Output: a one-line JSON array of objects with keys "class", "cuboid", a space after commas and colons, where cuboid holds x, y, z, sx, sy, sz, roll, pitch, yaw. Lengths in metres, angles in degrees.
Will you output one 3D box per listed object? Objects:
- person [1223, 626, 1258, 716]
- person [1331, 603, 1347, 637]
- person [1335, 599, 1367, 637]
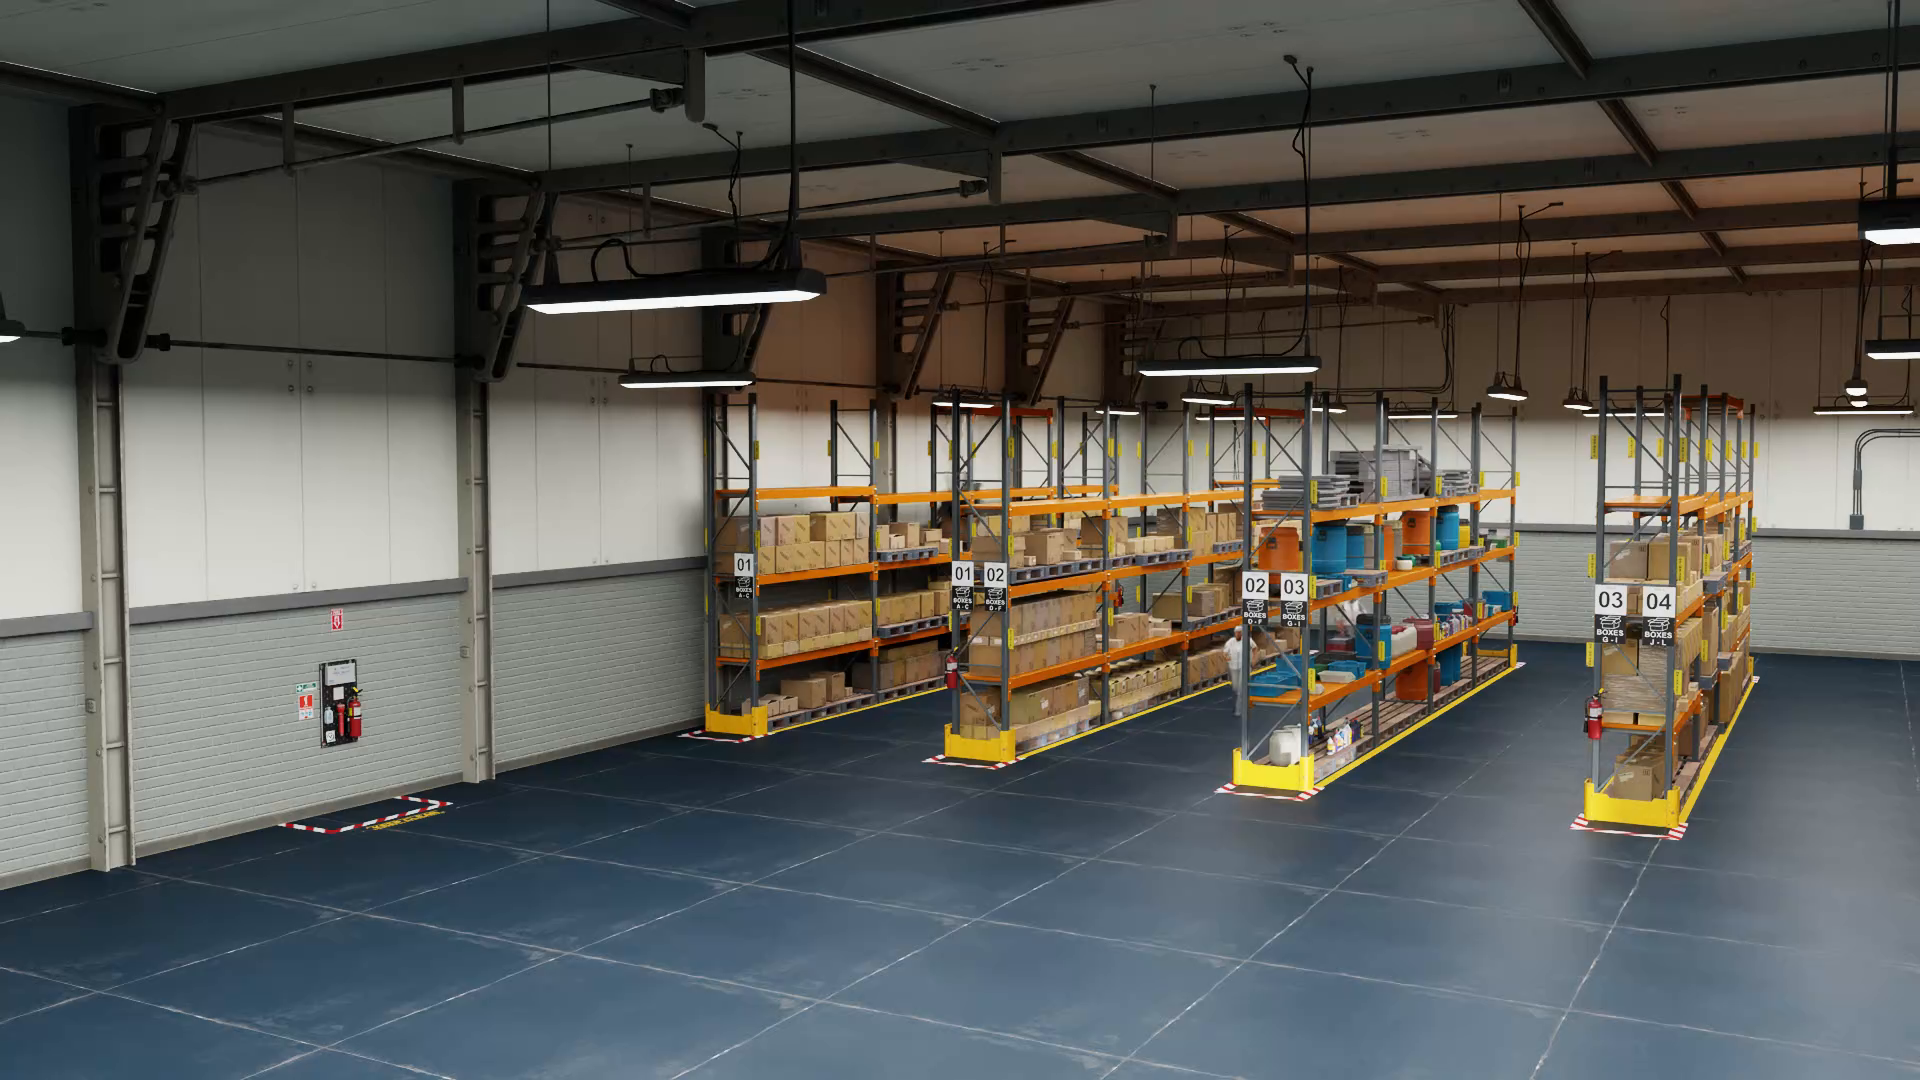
[{"class": "person", "cuboid": [5.335, 2.484, 31.715, 0.636, 1.712, 0.895, 1, 3, 18]}, {"class": "person", "cuboid": [9.368, 1.952, 40.442, 0.585, 1.662, 0.881, 0, 3, -2]}, {"class": "person", "cuboid": [9.350, 2.006, 39.769, 0.763, 1.733, 0.610, 0, 3, 6]}]
